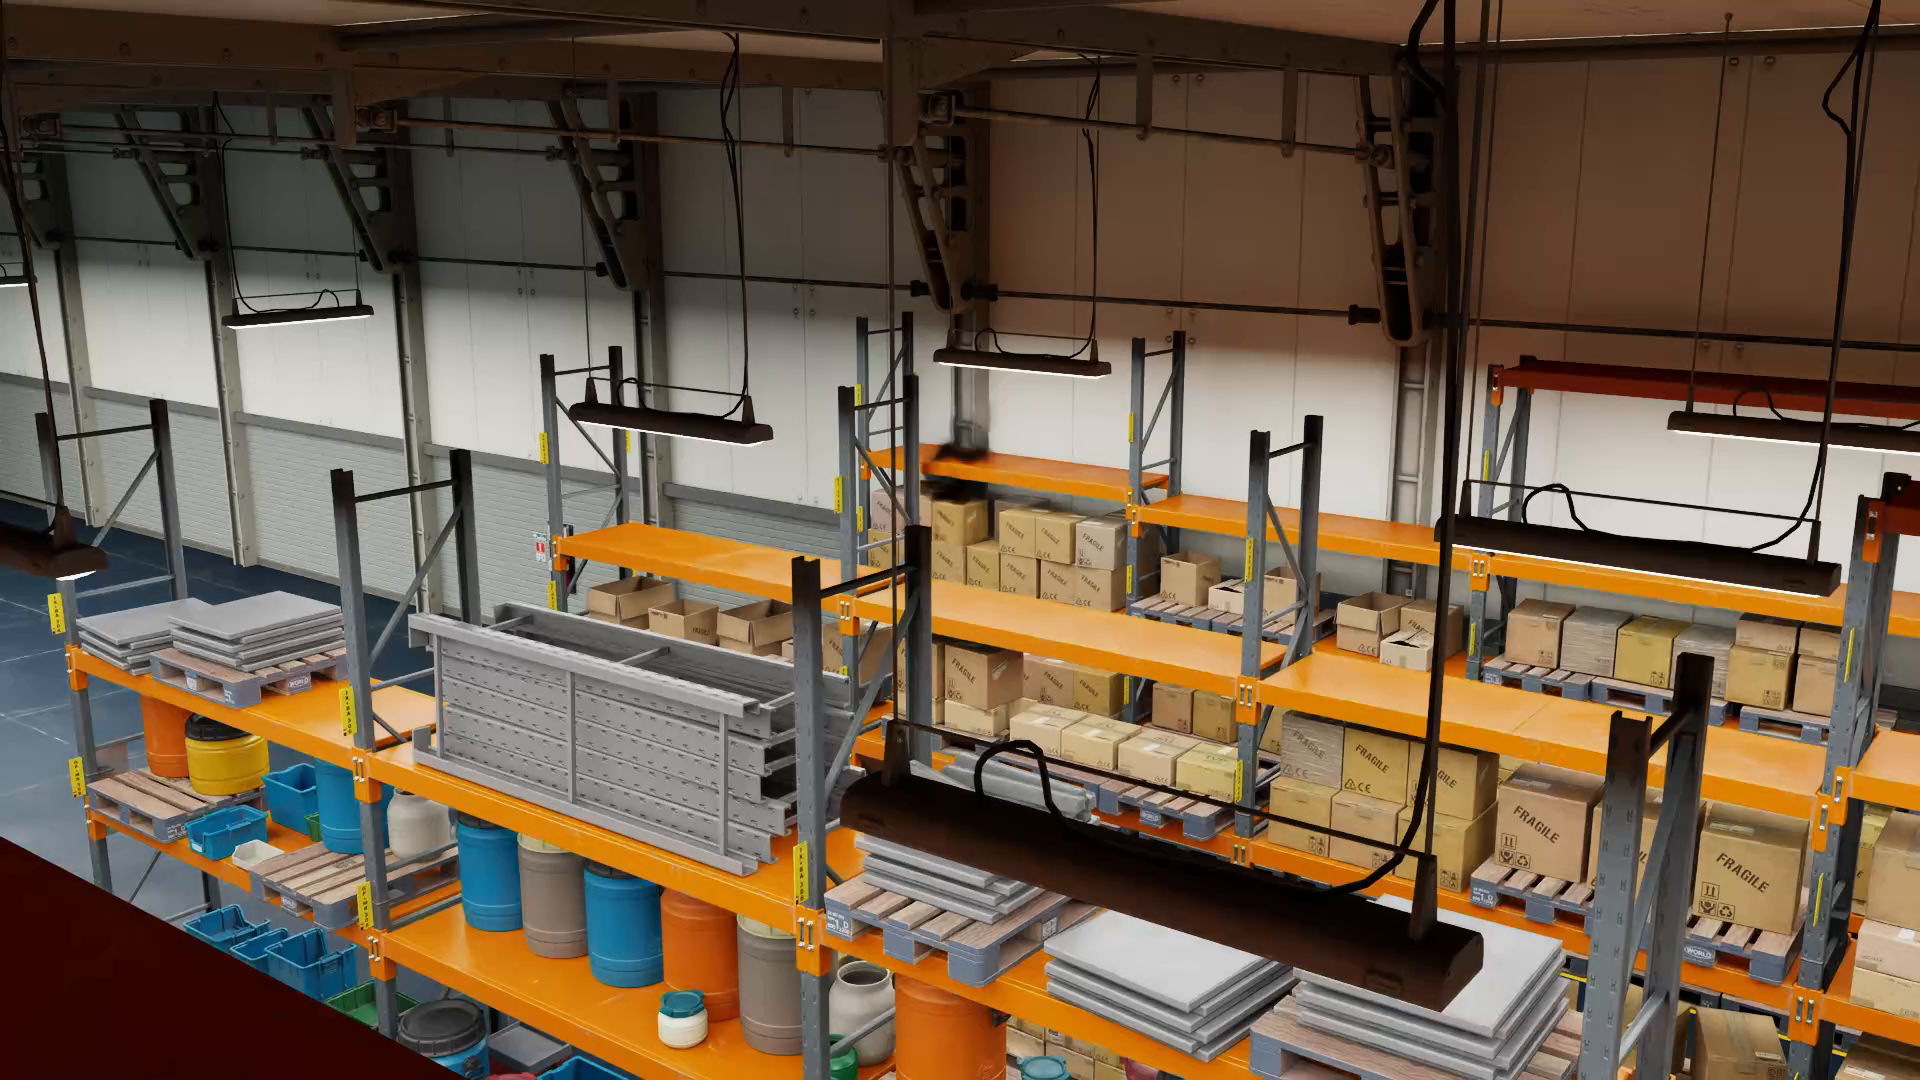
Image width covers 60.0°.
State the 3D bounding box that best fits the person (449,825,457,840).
[{"bbox_3d":[-6.008,2.943,18.973,0.550,1.657,0.623,-6,14,-23],"label":"person"}]
